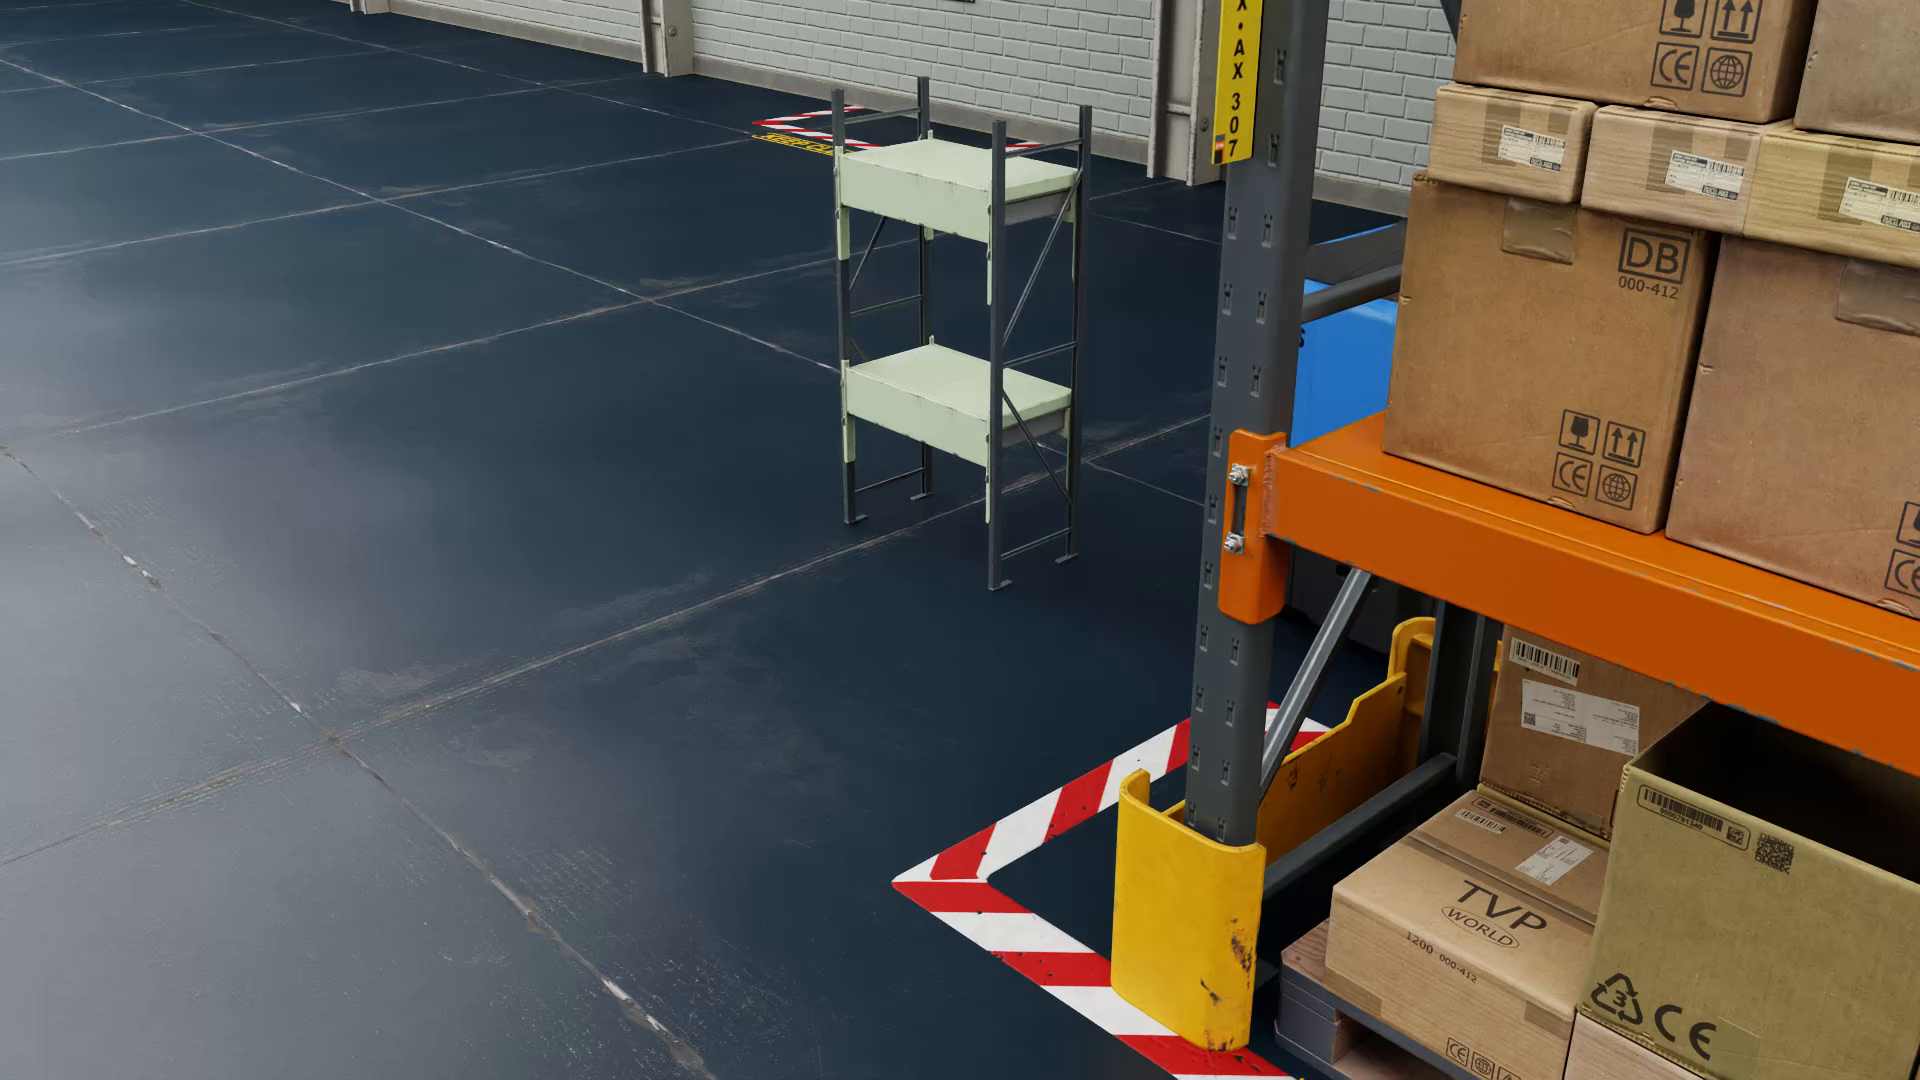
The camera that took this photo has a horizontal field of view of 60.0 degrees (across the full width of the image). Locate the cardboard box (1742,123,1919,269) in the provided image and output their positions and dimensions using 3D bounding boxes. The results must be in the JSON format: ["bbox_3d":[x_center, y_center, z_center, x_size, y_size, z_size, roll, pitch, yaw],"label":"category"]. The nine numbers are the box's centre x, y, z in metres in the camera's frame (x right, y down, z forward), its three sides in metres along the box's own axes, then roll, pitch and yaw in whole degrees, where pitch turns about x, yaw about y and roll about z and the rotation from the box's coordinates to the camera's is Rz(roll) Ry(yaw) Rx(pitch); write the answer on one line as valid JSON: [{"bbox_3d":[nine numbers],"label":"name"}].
[{"bbox_3d":[1.325,-0.511,2.354,0.380,0.149,0.250,-21,32,-38],"label":"cardboard box"}]

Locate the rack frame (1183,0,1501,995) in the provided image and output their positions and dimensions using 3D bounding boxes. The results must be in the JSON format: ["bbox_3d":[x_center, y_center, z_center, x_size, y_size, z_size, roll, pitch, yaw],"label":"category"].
[{"bbox_3d":[0.862,-0.505,3.244,1.000,3.000,0.127,-21,32,-38],"label":"rack frame"}]

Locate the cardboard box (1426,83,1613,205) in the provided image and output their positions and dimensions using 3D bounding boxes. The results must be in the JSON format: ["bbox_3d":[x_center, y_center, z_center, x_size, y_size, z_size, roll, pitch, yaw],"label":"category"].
[{"bbox_3d":[0.973,-0.666,2.694,0.380,0.149,0.250,-22,32,-39],"label":"cardboard box"}]

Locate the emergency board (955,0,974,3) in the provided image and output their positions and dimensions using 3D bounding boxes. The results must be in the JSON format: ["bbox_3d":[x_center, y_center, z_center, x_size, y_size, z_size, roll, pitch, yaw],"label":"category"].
[{"bbox_3d":[-0.169,-4.530,12.066,0.157,1.169,0.626,-21,32,-38],"label":"emergency board"}]

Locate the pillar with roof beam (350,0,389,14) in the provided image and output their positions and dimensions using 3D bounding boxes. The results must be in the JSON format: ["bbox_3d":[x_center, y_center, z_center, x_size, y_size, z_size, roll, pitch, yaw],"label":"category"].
[{"bbox_3d":[-9.860,-8.907,14.432,9.100,9.000,0.400,-21,32,-38],"label":"pillar with roof beam"}]

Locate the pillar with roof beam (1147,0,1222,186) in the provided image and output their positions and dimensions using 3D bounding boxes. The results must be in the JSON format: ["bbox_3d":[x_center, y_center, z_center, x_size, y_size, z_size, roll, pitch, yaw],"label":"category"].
[{"bbox_3d":[-1.658,-5.271,6.462,9.100,9.000,0.400,-21,32,-38],"label":"pillar with roof beam"}]

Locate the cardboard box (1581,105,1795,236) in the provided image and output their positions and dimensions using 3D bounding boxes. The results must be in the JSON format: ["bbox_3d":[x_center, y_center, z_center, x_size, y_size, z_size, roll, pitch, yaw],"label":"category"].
[{"bbox_3d":[1.156,-0.587,2.520,0.380,0.149,0.250,-22,33,-40],"label":"cardboard box"}]

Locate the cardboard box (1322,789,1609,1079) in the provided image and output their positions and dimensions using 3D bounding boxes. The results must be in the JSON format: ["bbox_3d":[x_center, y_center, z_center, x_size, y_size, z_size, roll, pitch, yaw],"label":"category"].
[{"bbox_3d":[1.066,0.780,3.233,0.500,0.250,0.500,-21,32,-38],"label":"cardboard box"}]

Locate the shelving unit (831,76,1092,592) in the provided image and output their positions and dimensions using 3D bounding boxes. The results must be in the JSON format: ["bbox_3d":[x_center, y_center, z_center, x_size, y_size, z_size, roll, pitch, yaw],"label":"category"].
[{"bbox_3d":[-0.005,-0.684,5.443,0.431,1.500,0.755,-21,32,-38],"label":"shelving unit"}]

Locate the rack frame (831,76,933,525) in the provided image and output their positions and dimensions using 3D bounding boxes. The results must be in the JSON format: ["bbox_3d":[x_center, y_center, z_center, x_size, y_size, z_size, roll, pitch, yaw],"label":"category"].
[{"bbox_3d":[-0.255,-0.795,5.686,0.400,1.500,0.023,-21,32,-38],"label":"rack frame"}]

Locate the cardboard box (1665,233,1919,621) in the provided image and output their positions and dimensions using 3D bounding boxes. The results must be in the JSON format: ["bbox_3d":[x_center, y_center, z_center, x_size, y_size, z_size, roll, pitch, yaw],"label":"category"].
[{"bbox_3d":[1.534,-0.248,2.559,0.700,0.500,0.500,-20,31,-37],"label":"cardboard box"}]

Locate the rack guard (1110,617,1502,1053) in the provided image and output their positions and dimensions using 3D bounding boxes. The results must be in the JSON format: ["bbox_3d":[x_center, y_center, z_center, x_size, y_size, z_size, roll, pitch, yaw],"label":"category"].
[{"bbox_3d":[0.846,0.625,3.779,1.175,0.500,0.348,-21,32,-38],"label":"rack guard"}]

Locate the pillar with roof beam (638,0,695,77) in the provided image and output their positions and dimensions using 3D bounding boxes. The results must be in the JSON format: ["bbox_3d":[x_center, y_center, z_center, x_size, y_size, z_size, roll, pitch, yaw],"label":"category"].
[{"bbox_3d":[-5.759,-7.089,10.447,9.100,9.000,0.400,-21,32,-38],"label":"pillar with roof beam"}]

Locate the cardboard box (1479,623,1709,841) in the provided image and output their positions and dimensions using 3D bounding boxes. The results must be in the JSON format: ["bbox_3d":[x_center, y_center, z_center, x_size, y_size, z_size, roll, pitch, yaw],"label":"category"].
[{"bbox_3d":[1.446,0.291,3.401,0.500,0.500,0.500,-21,32,-38],"label":"cardboard box"}]

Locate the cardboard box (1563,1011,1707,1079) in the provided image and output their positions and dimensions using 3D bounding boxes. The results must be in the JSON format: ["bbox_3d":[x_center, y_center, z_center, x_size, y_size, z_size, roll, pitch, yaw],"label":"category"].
[{"bbox_3d":[1.411,0.931,2.903,0.500,0.250,0.500,-21,32,-38],"label":"cardboard box"}]

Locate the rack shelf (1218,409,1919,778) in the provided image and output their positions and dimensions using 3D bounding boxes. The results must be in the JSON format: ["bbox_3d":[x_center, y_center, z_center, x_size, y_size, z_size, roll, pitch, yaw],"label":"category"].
[{"bbox_3d":[2.229,0.428,2.065,1.077,0.370,4.000,-21,32,-38],"label":"rack shelf"}]

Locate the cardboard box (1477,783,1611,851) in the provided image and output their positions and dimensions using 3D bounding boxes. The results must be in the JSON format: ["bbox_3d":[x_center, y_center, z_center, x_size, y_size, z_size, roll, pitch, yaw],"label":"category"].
[{"bbox_3d":[1.444,0.633,3.555,0.500,0.250,0.500,-21,32,-38],"label":"cardboard box"}]

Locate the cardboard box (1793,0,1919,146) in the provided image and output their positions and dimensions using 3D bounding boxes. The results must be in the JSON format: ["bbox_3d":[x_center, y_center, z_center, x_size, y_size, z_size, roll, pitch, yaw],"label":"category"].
[{"bbox_3d":[1.572,-0.822,2.255,0.700,0.500,0.500,-22,33,-40],"label":"cardboard box"}]

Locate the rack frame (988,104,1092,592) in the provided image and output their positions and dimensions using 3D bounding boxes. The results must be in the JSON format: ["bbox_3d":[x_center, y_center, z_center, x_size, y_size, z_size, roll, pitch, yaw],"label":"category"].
[{"bbox_3d":[0.246,-0.573,5.200,0.400,1.500,0.023,-21,32,-38],"label":"rack frame"}]

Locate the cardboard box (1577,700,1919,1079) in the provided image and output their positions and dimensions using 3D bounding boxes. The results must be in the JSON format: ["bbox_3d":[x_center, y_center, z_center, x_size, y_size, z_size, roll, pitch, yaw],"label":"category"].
[{"bbox_3d":[1.409,0.590,2.746,0.500,0.500,0.500,-21,32,-38],"label":"cardboard box"}]

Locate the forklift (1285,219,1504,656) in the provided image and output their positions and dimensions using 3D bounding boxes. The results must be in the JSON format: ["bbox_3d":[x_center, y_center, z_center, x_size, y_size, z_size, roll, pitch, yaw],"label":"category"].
[{"bbox_3d":[2.160,-0.852,4.085,1.130,2.935,3.031,-20,31,-37],"label":"forklift"}]

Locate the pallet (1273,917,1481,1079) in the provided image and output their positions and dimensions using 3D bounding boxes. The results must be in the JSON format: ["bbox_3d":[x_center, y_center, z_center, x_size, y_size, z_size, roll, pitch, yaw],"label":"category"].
[{"bbox_3d":[1.415,0.983,3.341,1.003,0.211,1.213,-21,32,-38],"label":"pallet"}]

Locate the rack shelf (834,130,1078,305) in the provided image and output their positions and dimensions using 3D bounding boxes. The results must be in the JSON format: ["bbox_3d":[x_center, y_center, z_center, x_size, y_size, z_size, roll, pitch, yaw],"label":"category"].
[{"bbox_3d":[-0.005,-1.039,5.281,0.431,0.370,0.720,-21,32,-38],"label":"rack shelf"}]

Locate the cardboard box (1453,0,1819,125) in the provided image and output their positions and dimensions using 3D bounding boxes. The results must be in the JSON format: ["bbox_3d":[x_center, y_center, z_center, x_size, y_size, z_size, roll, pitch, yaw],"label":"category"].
[{"bbox_3d":[1.208,-0.980,2.601,0.700,0.500,0.500,-21,32,-38],"label":"cardboard box"}]

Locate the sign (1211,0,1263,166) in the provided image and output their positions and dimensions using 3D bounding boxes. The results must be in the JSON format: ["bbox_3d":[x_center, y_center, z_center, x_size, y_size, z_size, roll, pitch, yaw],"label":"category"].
[{"bbox_3d":[0.453,-0.780,2.707,0.100,0.325,0.005,-21,32,-38],"label":"sign"}]

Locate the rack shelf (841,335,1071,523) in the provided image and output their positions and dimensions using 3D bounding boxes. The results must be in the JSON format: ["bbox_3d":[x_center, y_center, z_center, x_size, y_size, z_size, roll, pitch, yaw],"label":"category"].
[{"bbox_3d":[-0.005,-0.388,5.578,0.431,0.370,0.720,-21,32,-38],"label":"rack shelf"}]

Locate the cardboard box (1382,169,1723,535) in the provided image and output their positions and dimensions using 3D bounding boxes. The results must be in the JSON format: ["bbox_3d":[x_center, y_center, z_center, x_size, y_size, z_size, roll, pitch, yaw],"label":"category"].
[{"bbox_3d":[1.172,-0.406,2.905,0.700,0.500,0.500,-21,32,-38],"label":"cardboard box"}]
